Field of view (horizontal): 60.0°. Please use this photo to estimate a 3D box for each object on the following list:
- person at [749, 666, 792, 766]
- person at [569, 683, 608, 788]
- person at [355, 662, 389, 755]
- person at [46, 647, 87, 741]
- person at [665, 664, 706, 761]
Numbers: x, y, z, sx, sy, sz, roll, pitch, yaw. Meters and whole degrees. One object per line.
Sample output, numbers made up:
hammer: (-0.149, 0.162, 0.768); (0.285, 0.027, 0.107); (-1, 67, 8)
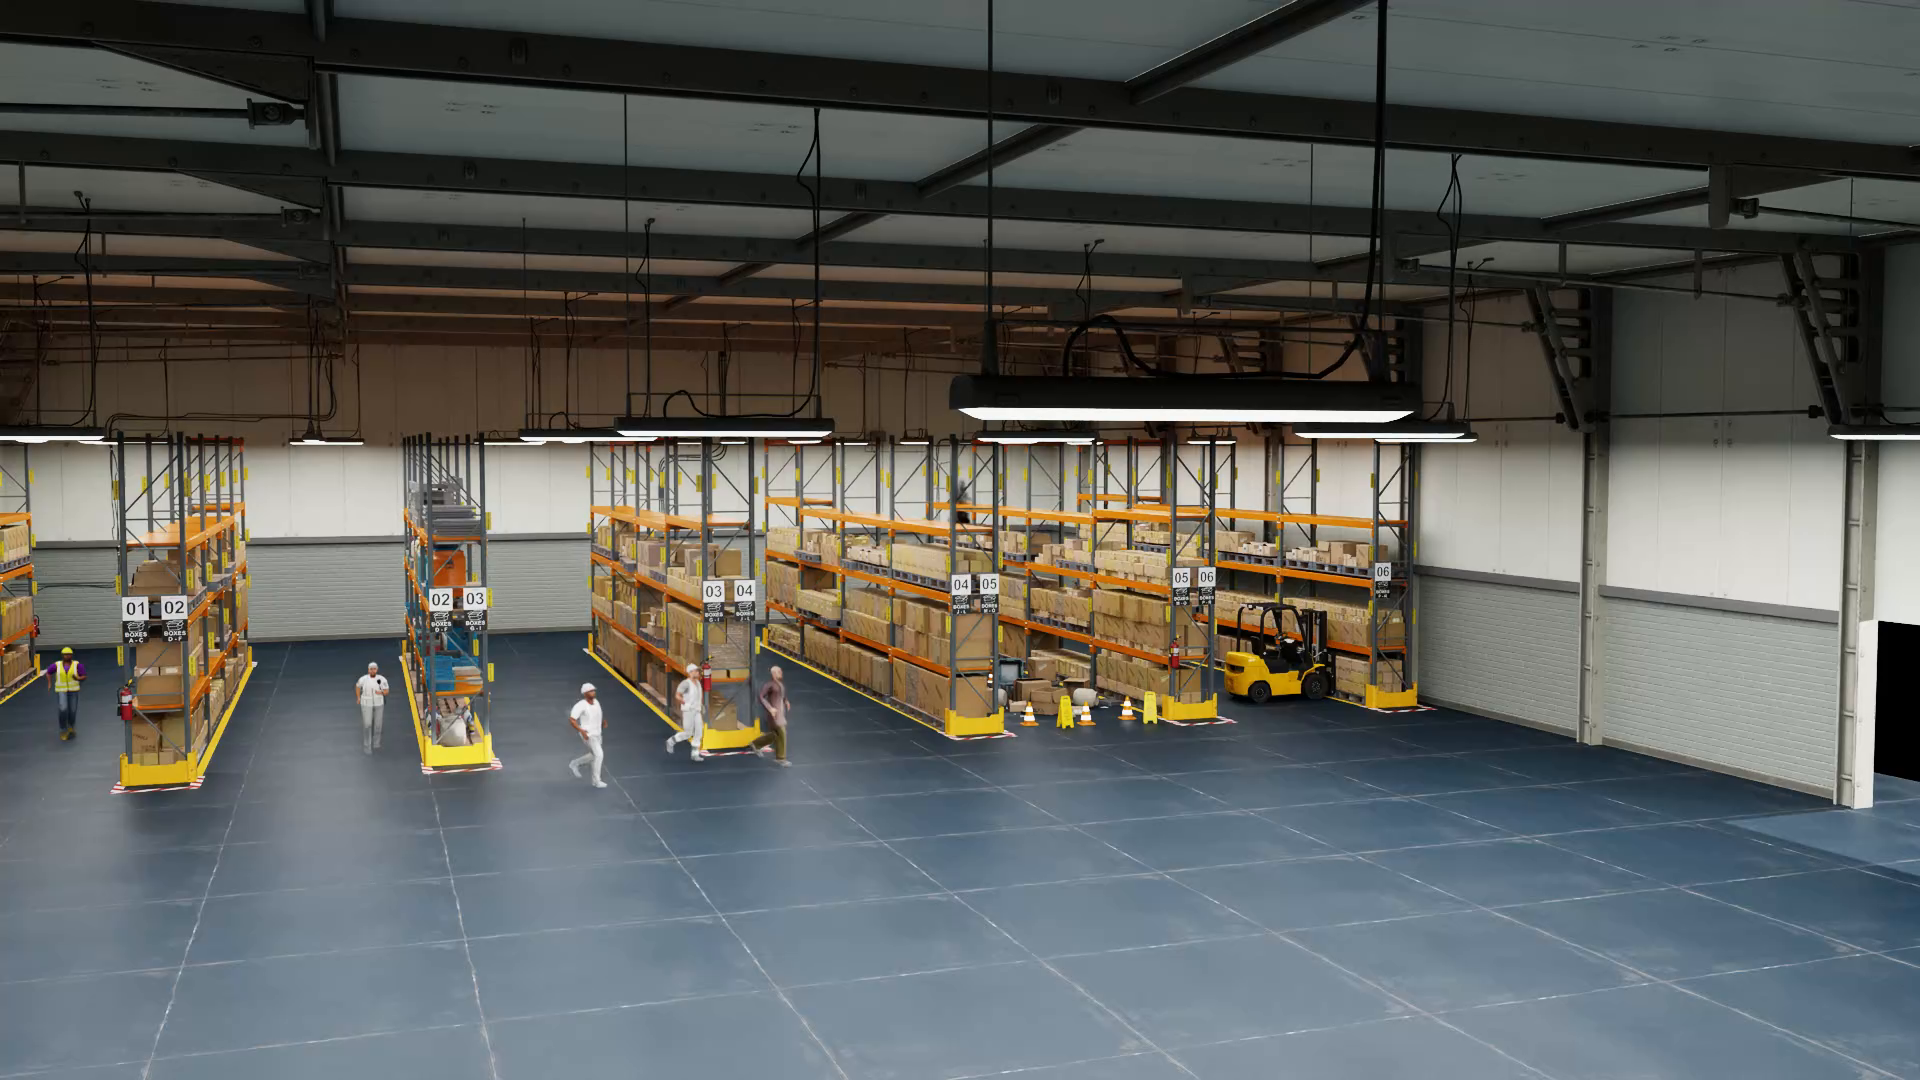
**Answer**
person: (-3.415, 3.173, 30.128); (0.890, 1.800, 0.722); (1, 3, 19)
person: (-6.300, 3.297, 28.179); (0.751, 1.754, 0.692); (1, 3, 20)
person: (-11.055, 3.163, 31.310); (0.575, 1.730, 0.746); (-2, 3, -25)
person: (-17.597, 3.025, 32.783); (0.672, 1.831, 0.770); (-2, 4, -34)
person: (-4.932, 3.157, 30.591); (0.854, 1.733, 0.717); (2, 4, 30)
